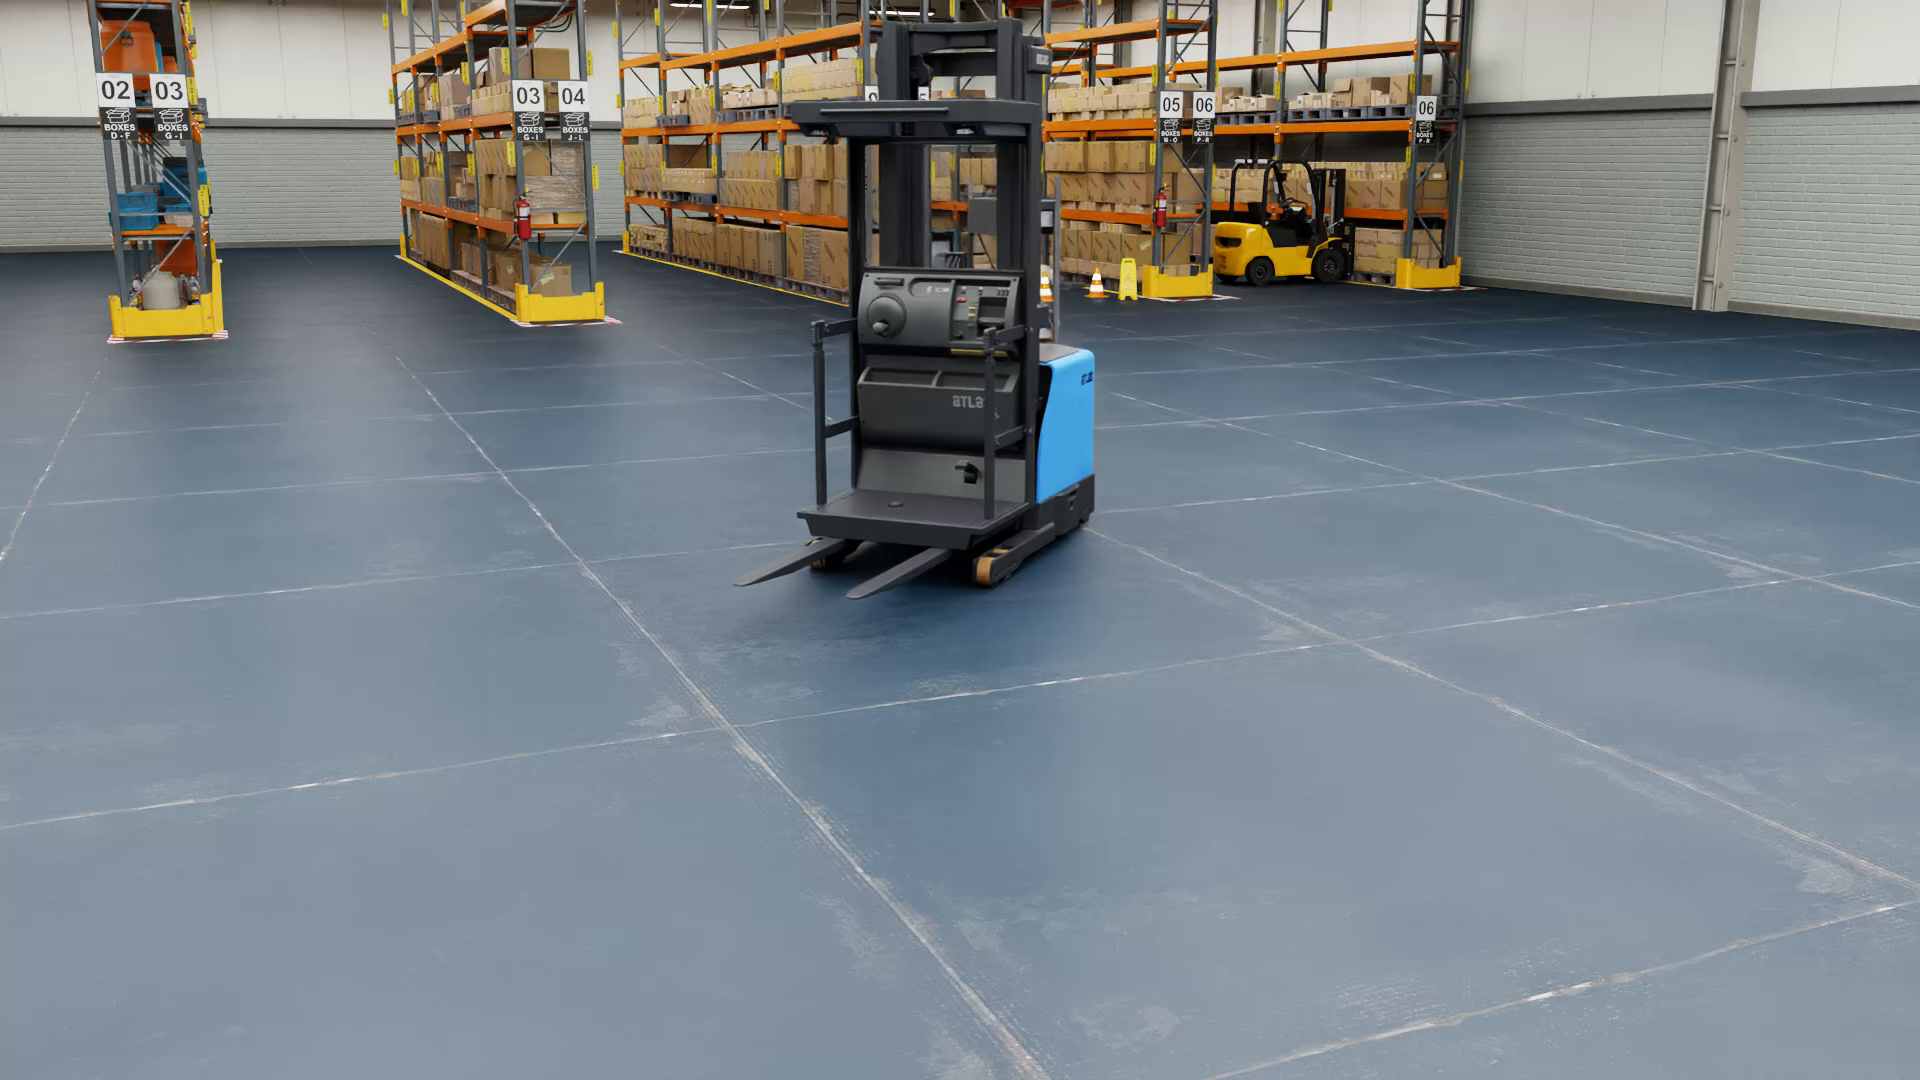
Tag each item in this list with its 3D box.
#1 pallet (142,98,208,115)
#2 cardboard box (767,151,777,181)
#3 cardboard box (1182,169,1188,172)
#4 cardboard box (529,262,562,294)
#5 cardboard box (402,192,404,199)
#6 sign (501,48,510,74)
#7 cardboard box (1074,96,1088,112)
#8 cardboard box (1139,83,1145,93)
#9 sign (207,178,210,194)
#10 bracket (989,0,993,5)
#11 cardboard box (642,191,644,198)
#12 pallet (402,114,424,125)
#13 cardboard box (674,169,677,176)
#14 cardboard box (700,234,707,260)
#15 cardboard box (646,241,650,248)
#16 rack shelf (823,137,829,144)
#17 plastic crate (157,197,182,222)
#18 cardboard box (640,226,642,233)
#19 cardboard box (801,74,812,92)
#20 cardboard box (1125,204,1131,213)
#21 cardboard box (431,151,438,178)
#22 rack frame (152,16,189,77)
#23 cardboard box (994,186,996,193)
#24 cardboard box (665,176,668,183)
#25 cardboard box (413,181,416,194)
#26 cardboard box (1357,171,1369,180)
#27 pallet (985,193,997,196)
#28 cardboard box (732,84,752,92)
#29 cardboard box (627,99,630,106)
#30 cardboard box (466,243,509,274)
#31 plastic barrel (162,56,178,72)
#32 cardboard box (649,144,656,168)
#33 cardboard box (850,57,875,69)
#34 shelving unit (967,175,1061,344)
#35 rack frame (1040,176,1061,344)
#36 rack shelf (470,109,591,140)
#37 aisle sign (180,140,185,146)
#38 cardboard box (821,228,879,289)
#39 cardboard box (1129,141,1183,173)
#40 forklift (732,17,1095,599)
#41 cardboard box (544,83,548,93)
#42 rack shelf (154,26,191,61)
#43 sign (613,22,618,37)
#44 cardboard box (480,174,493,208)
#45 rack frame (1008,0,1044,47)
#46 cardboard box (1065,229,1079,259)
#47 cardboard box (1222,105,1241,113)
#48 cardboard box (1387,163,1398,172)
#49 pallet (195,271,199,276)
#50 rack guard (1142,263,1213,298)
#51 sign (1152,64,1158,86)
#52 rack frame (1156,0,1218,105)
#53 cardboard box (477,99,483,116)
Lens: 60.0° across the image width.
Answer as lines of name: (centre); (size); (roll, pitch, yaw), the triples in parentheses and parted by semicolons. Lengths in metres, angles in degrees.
pallet: (-11.282, -6.127, 23.455); (1.213, 0.211, 1.003); (-6, 14, -23)
cardboard box: (-2.950, -6.516, 28.932); (0.700, 0.500, 0.500); (-6, 14, -24)
cardboard box: (4.868, -7.733, 34.968); (0.380, 0.149, 0.250); (-5, 14, -22)
cardboard box: (-6.026, -3.756, 24.059); (0.500, 0.500, 0.500); (-2, 13, -8)
cardboard box: (-11.986, -7.546, 36.377); (0.380, 0.149, 0.250); (-6, 14, -24)
sign: (-6.037, -6.365, 22.104); (0.100, 0.325, 0.005); (-6, 14, -23)
cardboard box: (2.287, -7.447, 28.415); (0.500, 0.250, 0.500); (-5, 14, -22)
cardboard box: (3.086, -7.241, 26.640); (0.380, 0.149, 0.250); (-5, 14, -22)
sign: (-14.361, -6.735, 31.701); (0.100, 0.325, 0.005); (-6, 14, -23)
bracket: (0.951, -14.537, 44.739); (0.235, 0.232, 0.430); (-6, 14, -23)
cardboard box: (-6.928, -7.770, 37.347); (0.380, 0.149, 0.250); (-6, 14, -24)
pallet: (-11.130, -8.838, 34.946); (1.003, 0.211, 1.213); (-6, 14, -23)
cardboard box: (-5.587, -7.459, 33.752); (0.380, 0.149, 0.250); (-6, 14, -23)
cardboard box: (-4.848, -5.805, 32.912); (0.500, 0.500, 0.500); (-5, 14, -21)
cardboard box: (-6.796, -6.611, 37.175); (0.380, 0.149, 0.250); (-6, 14, -23)
rack shelf: (-2.048, -9.417, 38.848); (1.077, 0.370, 4.000); (-6, 14, -23)
plastic crate: (-11.568, -4.748, 23.868); (0.767, 0.338, 0.504); (-6, 14, -23)
cardboard box: (-7.066, -7.064, 37.812); (0.380, 0.149, 0.250); (-6, 14, -26)
cardboard box: (-2.192, -7.224, 26.297); (0.500, 0.250, 0.500); (-6, 14, -24)
cardboard box: (2.928, -5.446, 27.307); (0.380, 0.149, 0.250); (-6, 14, -24)
cardboard box: (-9.800, -7.261, 32.144); (0.797, 0.503, 0.637); (-5, 14, -22)
rack frame: (-11.661, -7.820, 23.702); (1.000, 3.000, 0.127); (-6, 14, -23)
cardboard box: (0.873, -6.786, 32.165); (0.380, 0.149, 0.250); (-5, 14, -21)
cardboard box: (-5.900, -7.476, 34.484); (0.380, 0.149, 0.250); (-6, 14, -24)
cardboard box: (-10.954, -7.244, 34.189); (0.500, 0.250, 0.500); (-5, 14, -21)
cardboard box: (7.294, -6.486, 29.582); (0.380, 0.149, 0.250); (-6, 14, -25)
pallet: (1.186, -6.568, 32.020); (1.003, 0.211, 1.213); (-6, 14, -23)
cardboard box: (-4.256, -8.696, 32.221); (0.396, 0.266, 0.258); (-6, 14, -23)
cardboard box: (-7.296, -9.873, 37.563); (0.380, 0.149, 0.250); (-6, 14, -23)
cardboard box: (-8.204, -4.918, 29.034); (0.700, 0.500, 0.500); (-7, 15, -28)
plastic barrel: (-13.488, -7.717, 28.023); (0.600, 0.830, 0.708); (-6, 14, -23)
cardboard box: (-6.390, -8.285, 35.914); (0.500, 0.500, 0.500); (-6, 14, -25)
cardboard box: (-1.381, -6.965, 24.296); (0.380, 0.149, 0.250); (-5, 14, -22)
shelving unit: (0.341, -1.284, 10.762); (0.431, 2.100, 0.503); (-6, 14, -25)
rack frame: (0.446, -1.235, 10.547); (0.400, 2.100, 0.015); (-6, 14, -25)
rack shelf: (-6.322, -6.043, 24.269); (1.077, 0.370, 4.000); (-6, 14, -23)
aisle sign: (-16.228, -8.685, 34.976); (0.394, 0.787, 0.004); (-6, 14, -23)
cardboard box: (-1.622, -4.431, 26.142); (0.875, 0.875, 0.875); (-6, 14, -24)
cardboard box: (3.155, -6.180, 26.821); (0.700, 0.500, 0.500); (-6, 14, -24)
forklift: (-0.202, -1.285, 8.921); (1.130, 2.935, 3.031); (5, 14, 22)
cardboard box: (-5.648, -6.282, 23.157); (0.380, 0.149, 0.250); (-6, 14, -24)
rack shelf: (-12.462, -7.688, 25.613); (1.077, 0.370, 4.000); (-6, 14, -23)
sign: (-7.842, -11.619, 37.866); (0.100, 0.325, 0.005); (-6, 14, -23)
cardboard box: (-6.831, -5.333, 25.381); (0.875, 0.500, 0.500); (-6, 14, -23)
rack frame: (1.697, -12.091, 42.155); (1.000, 3.000, 0.127); (-6, 14, -23)
cardboard box: (2.172, -5.215, 29.252); (0.500, 0.500, 0.500); (-5, 14, -21)
cardboard box: (5.476, -8.640, 33.302); (0.380, 0.149, 0.250); (-6, 14, -24)
cardboard box: (7.643, -6.475, 28.876); (0.380, 0.149, 0.250); (-6, 14, -23)
pallet: (-13.617, -4.525, 28.951); (1.003, 0.211, 1.213); (-6, 14, -23)
rack guard: (3.529, -4.211, 26.958); (1.175, 0.500, 0.348); (-6, 14, -23)
sign: (3.043, -7.260, 25.971); (0.100, 0.325, 0.005); (-6, 14, -23)
rack frame: (3.560, -8.336, 25.932); (1.000, 3.000, 0.127); (-6, 14, -23)
cardboard box: (-6.960, -6.508, 25.018); (0.500, 0.250, 0.500); (-6, 14, -23)
